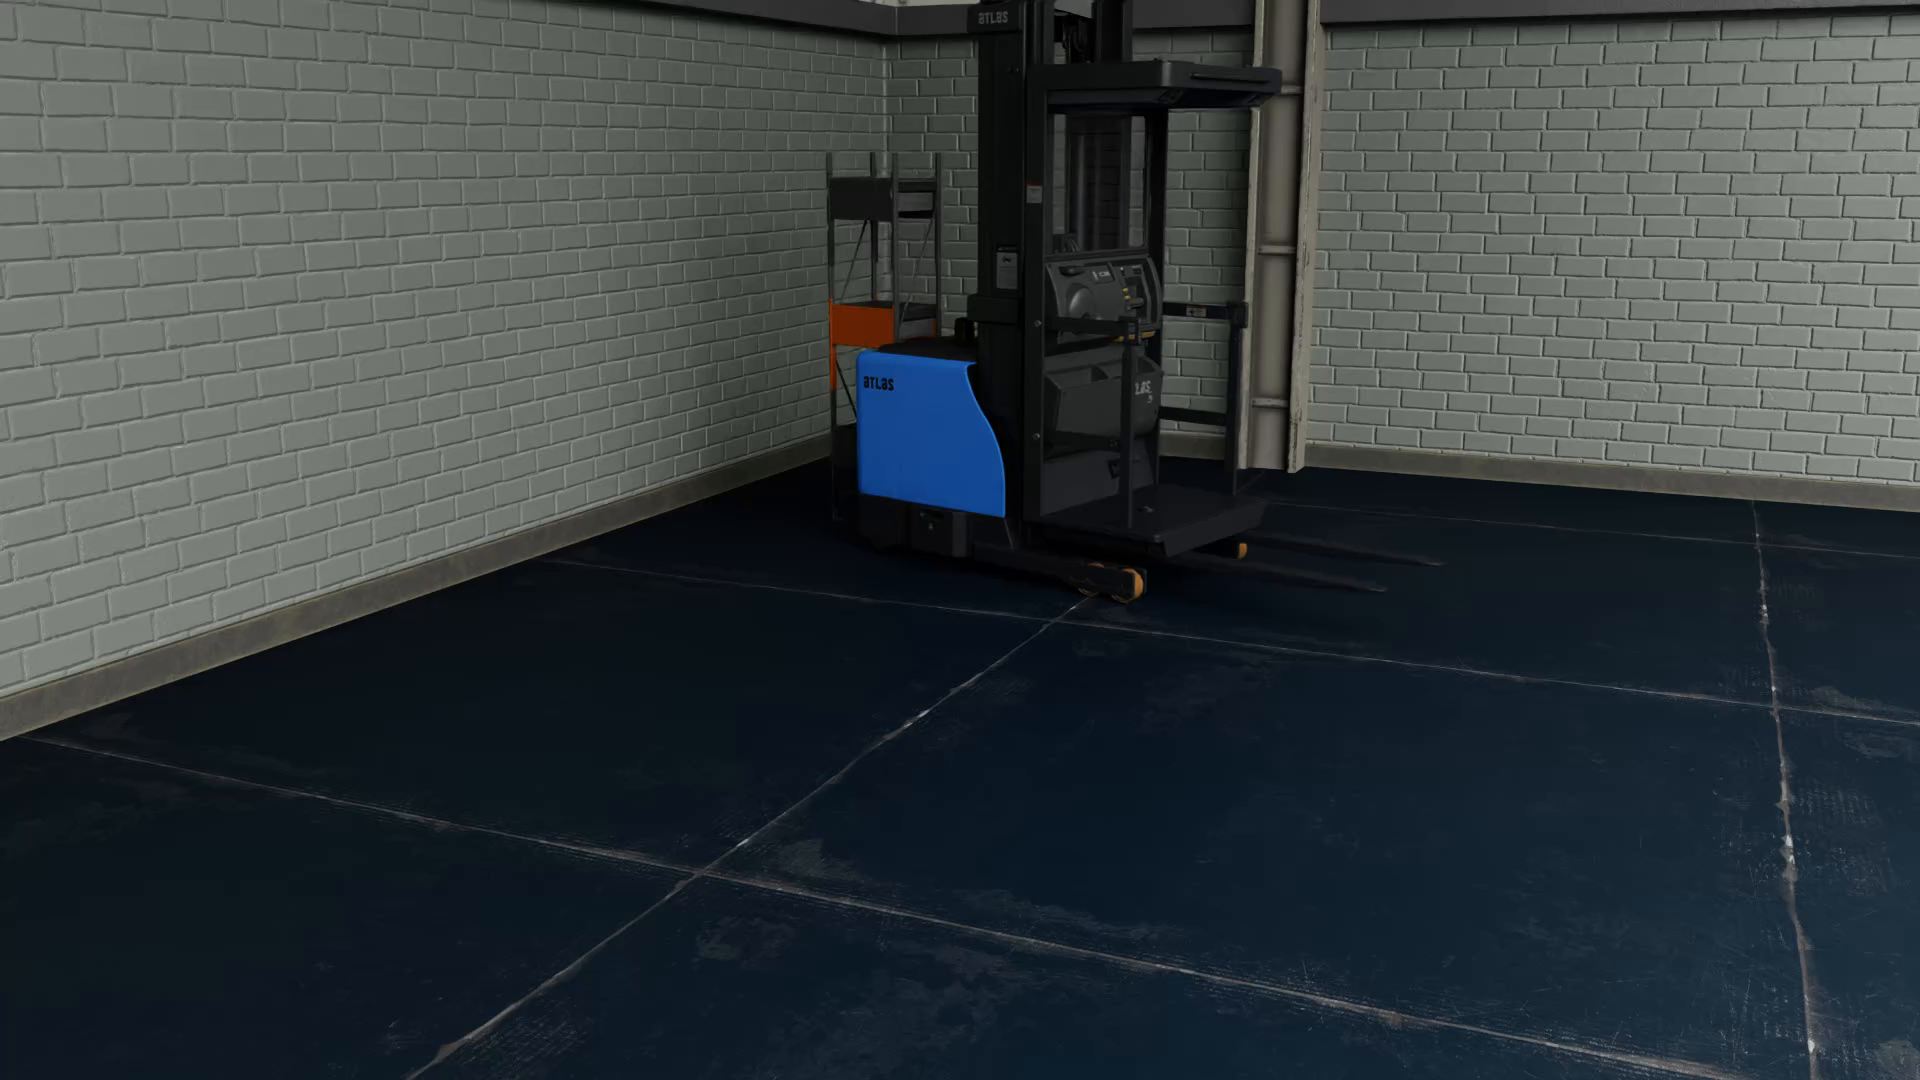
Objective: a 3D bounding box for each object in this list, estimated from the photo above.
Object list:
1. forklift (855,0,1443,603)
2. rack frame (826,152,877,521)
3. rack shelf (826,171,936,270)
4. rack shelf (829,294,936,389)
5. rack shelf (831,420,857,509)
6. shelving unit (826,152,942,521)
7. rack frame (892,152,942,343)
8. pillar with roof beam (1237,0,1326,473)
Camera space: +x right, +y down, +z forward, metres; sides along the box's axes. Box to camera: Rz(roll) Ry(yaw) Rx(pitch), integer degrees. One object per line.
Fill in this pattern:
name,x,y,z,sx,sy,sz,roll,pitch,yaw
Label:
forklift,0.892,-1.262,8.218,3.031,2.935,1.130,10,17,38
rack frame,-0.615,-1.167,9.631,0.015,2.100,0.400,10,17,38
rack shelf,-0.426,-1.800,9.325,0.480,0.518,0.431,10,17,38
rack shelf,-0.426,-1.119,9.485,0.480,0.518,0.431,10,17,38
rack shelf,-0.426,-0.437,9.645,0.480,0.518,0.431,10,17,38
shelving unit,-0.426,-1.132,9.482,0.503,2.100,0.431,10,17,38
rack frame,-0.236,-1.097,9.333,0.015,2.100,0.400,10,17,38
pillar with roof beam,0.386,-3.982,6.525,0.400,9.000,9.100,6,14,23
